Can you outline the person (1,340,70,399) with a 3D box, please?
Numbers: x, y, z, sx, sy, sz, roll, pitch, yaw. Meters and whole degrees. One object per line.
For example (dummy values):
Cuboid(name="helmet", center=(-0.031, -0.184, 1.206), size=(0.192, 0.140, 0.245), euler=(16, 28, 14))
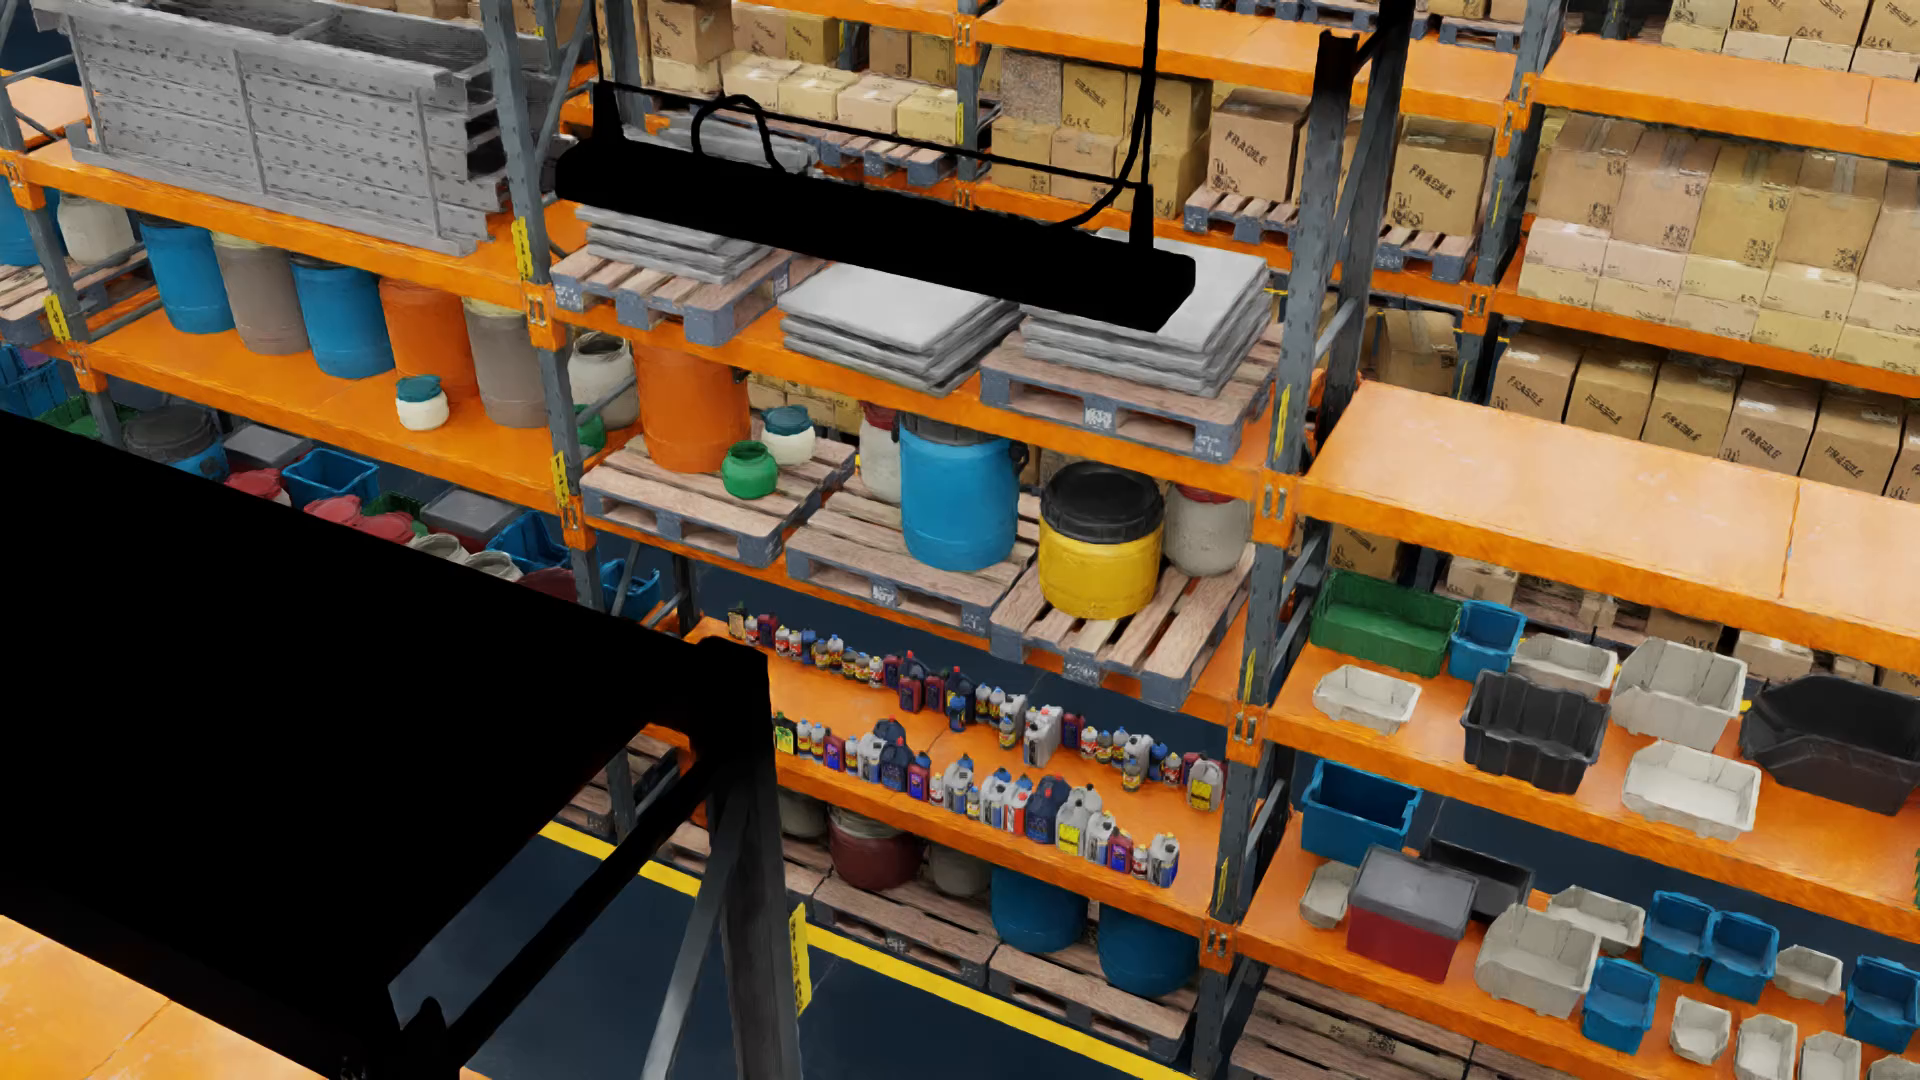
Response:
Cuboid(name="person", center=(-8.313, -1.596, 14.804), size=(0.999, 1.491, 0.406), euler=(21, 40, 27))
